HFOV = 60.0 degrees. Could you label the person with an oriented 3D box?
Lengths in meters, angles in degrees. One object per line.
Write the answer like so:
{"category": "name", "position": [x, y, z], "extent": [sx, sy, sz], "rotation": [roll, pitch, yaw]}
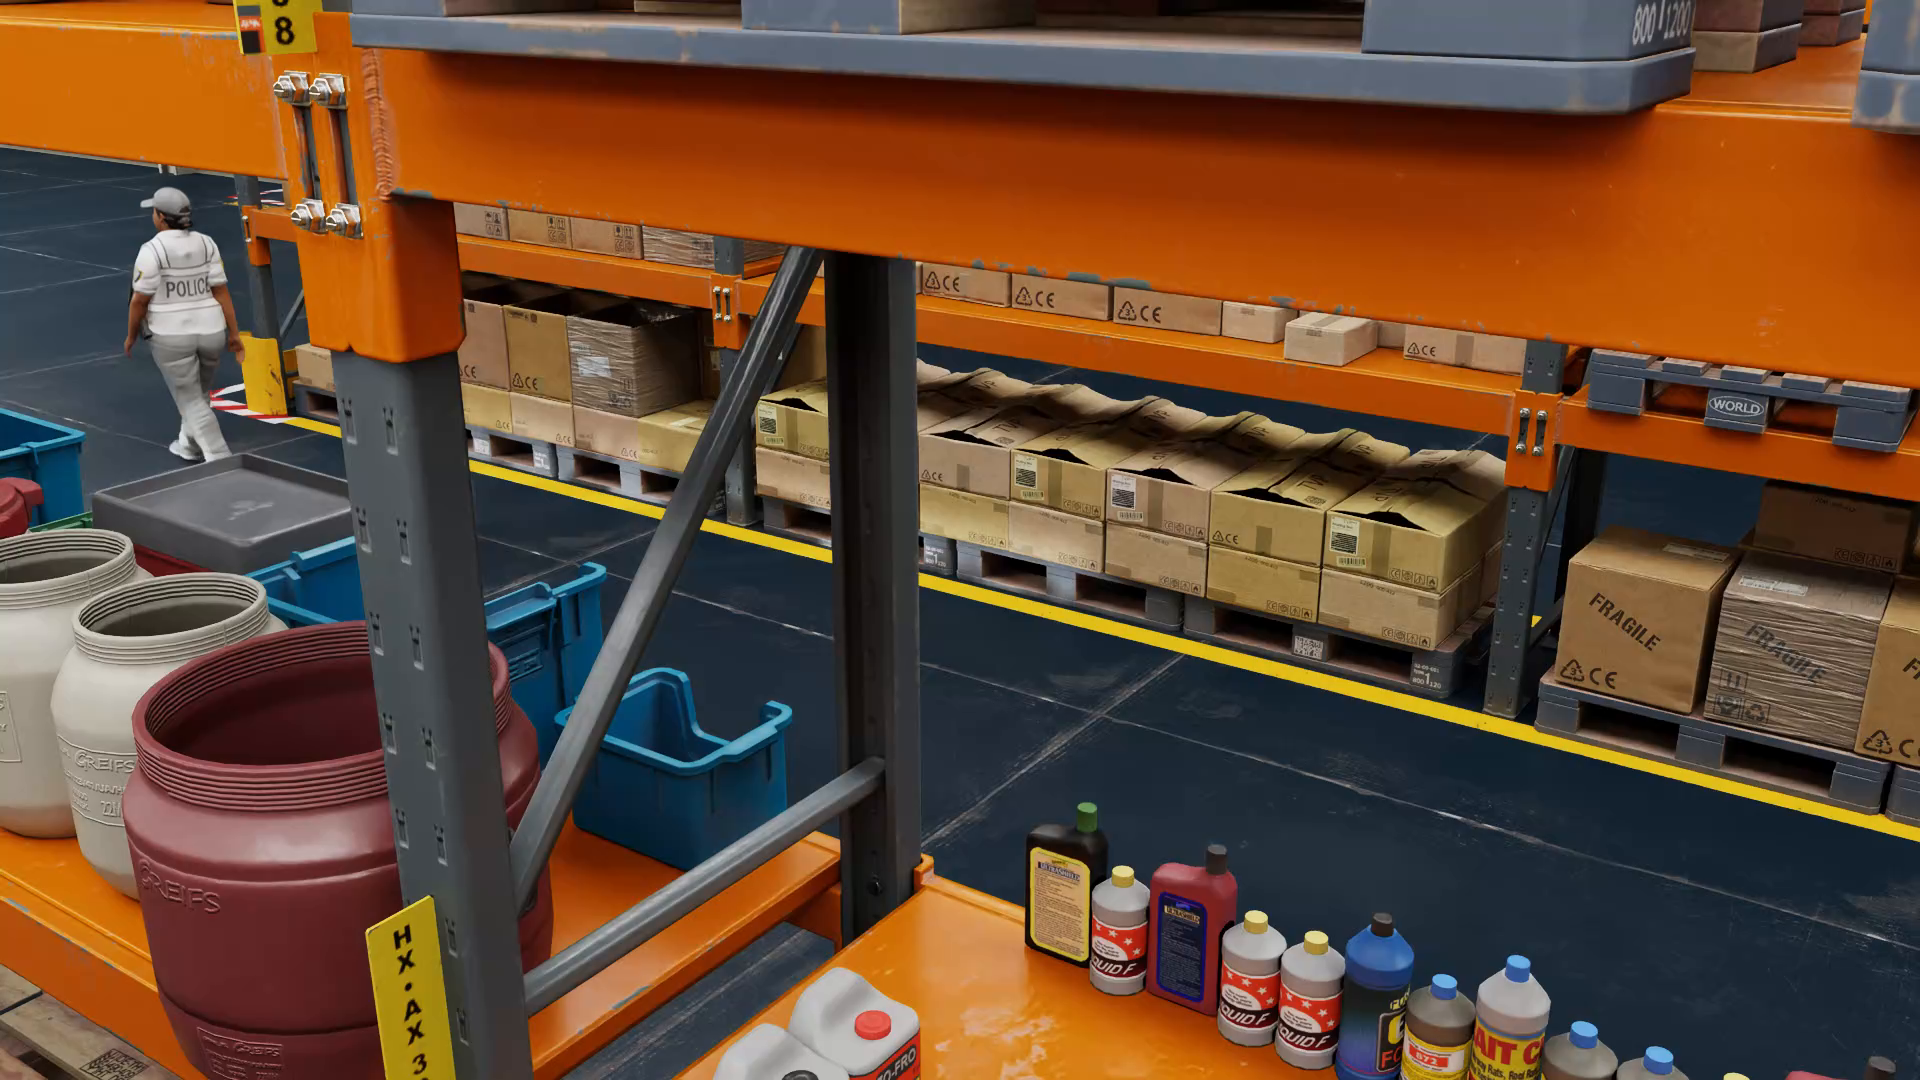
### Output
{"category": "person", "position": [-4.348, -1.150, 9.213], "extent": [0.950, 1.604, 0.510], "rotation": [13, 23, 31]}
